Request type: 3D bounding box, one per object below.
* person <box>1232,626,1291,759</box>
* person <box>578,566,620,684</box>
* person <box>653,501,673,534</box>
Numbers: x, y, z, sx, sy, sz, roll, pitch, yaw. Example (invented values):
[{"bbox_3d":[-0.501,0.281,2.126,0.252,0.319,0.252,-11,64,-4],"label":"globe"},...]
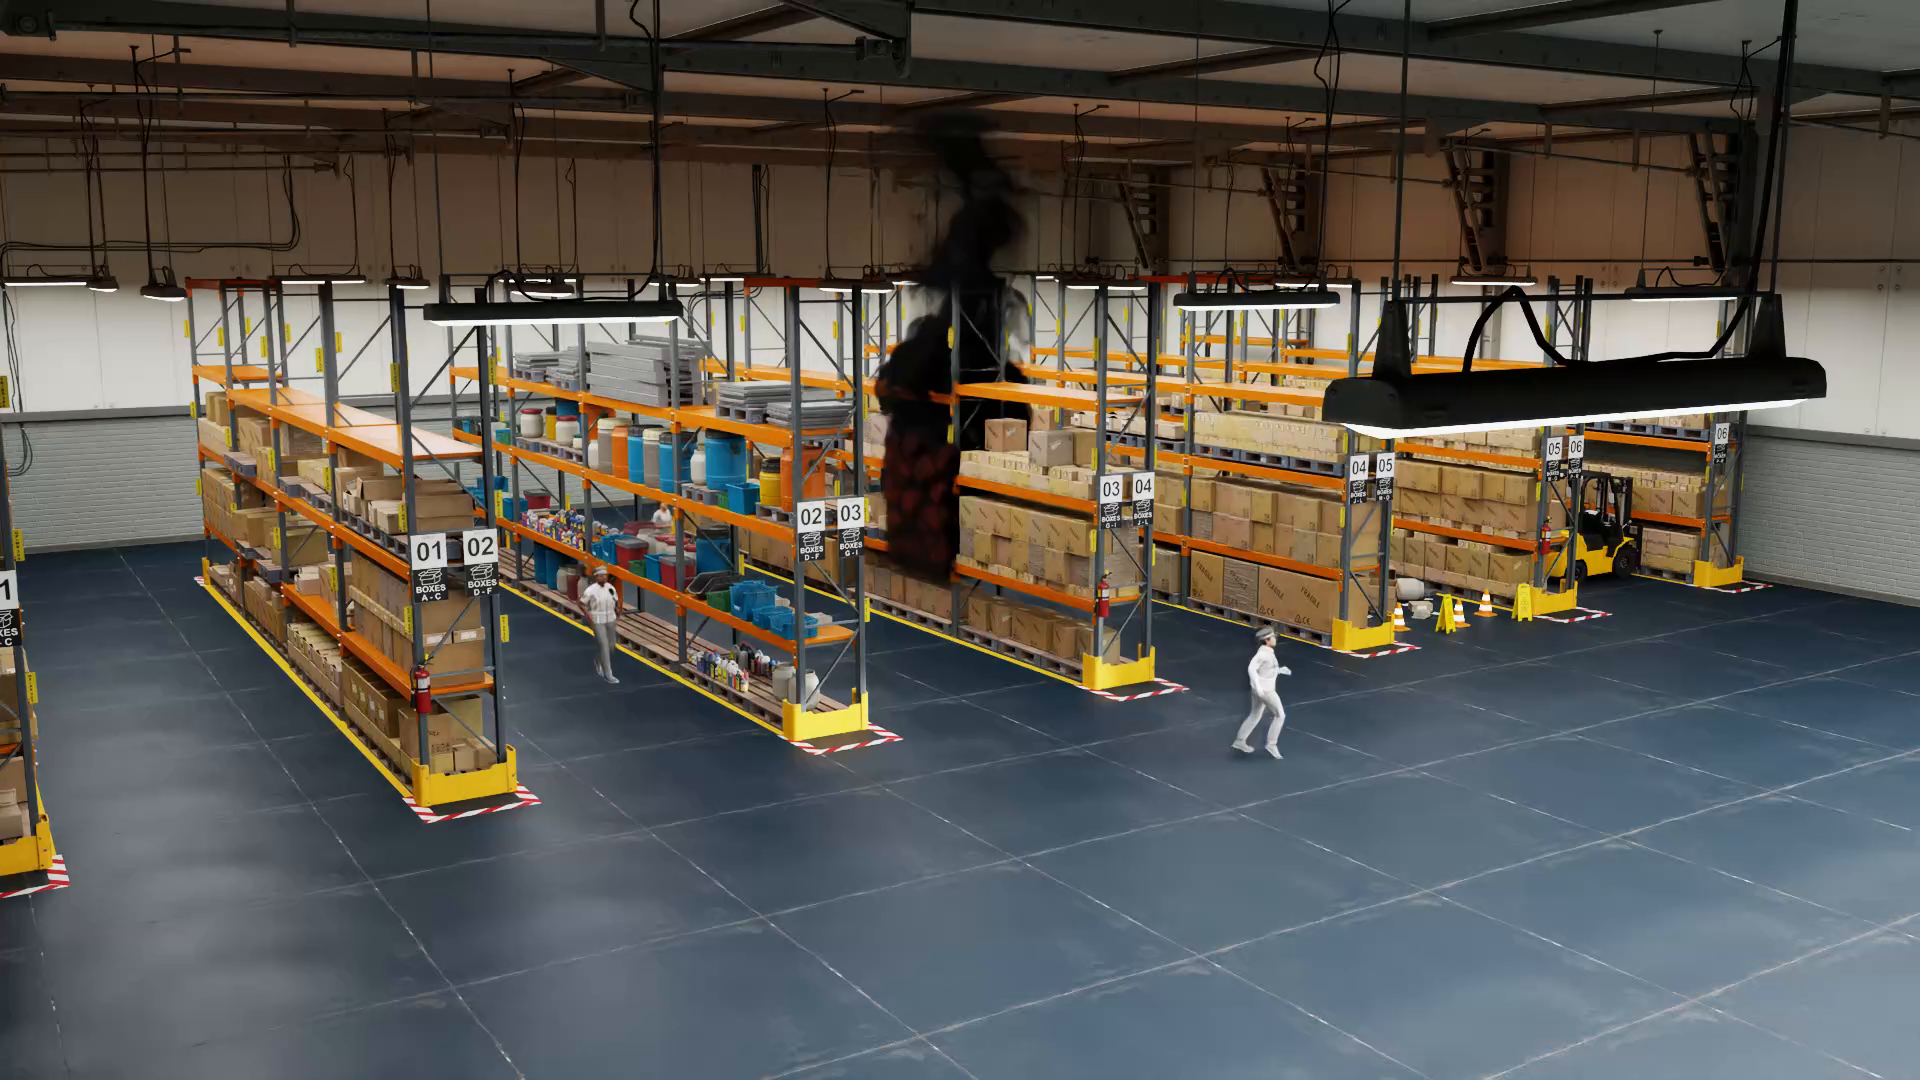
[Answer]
[{"bbox_3d":[3.897,1.964,21.364,0.728,1.746,0.598,0,10,-2],"label":"person"},{"bbox_3d":[-5.175,1.204,24.093,0.588,1.690,0.770,-8,13,-40],"label":"person"},{"bbox_3d":[-5.914,-0.016,33.076,0.511,1.713,0.825,-9,13,-42],"label":"person"}]
